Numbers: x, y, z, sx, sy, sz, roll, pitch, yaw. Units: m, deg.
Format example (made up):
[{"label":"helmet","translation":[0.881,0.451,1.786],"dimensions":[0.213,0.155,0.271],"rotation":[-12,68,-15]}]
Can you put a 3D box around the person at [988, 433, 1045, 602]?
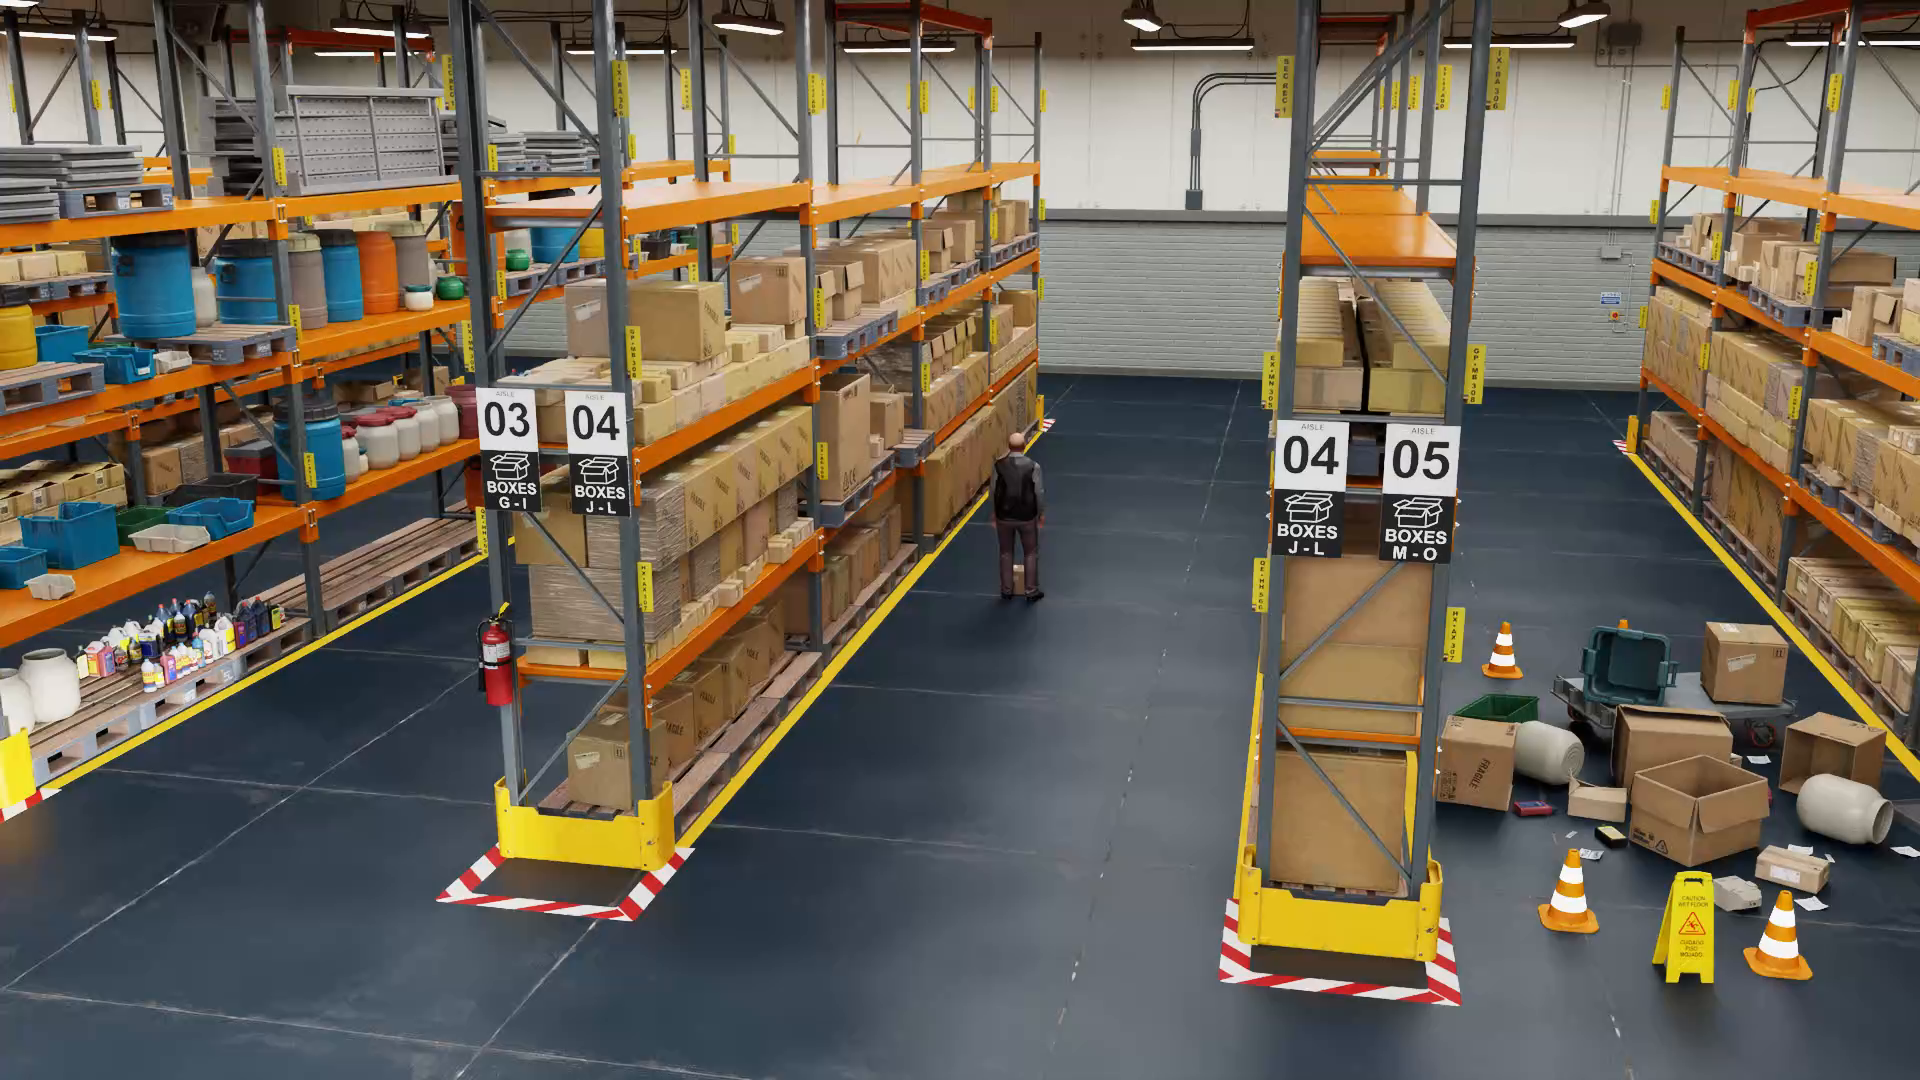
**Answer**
[{"label":"person","translation":[0.582,-0.232,16.950],"dimensions":[0.581,1.721,0.461],"rotation":[3,15,12]}]
